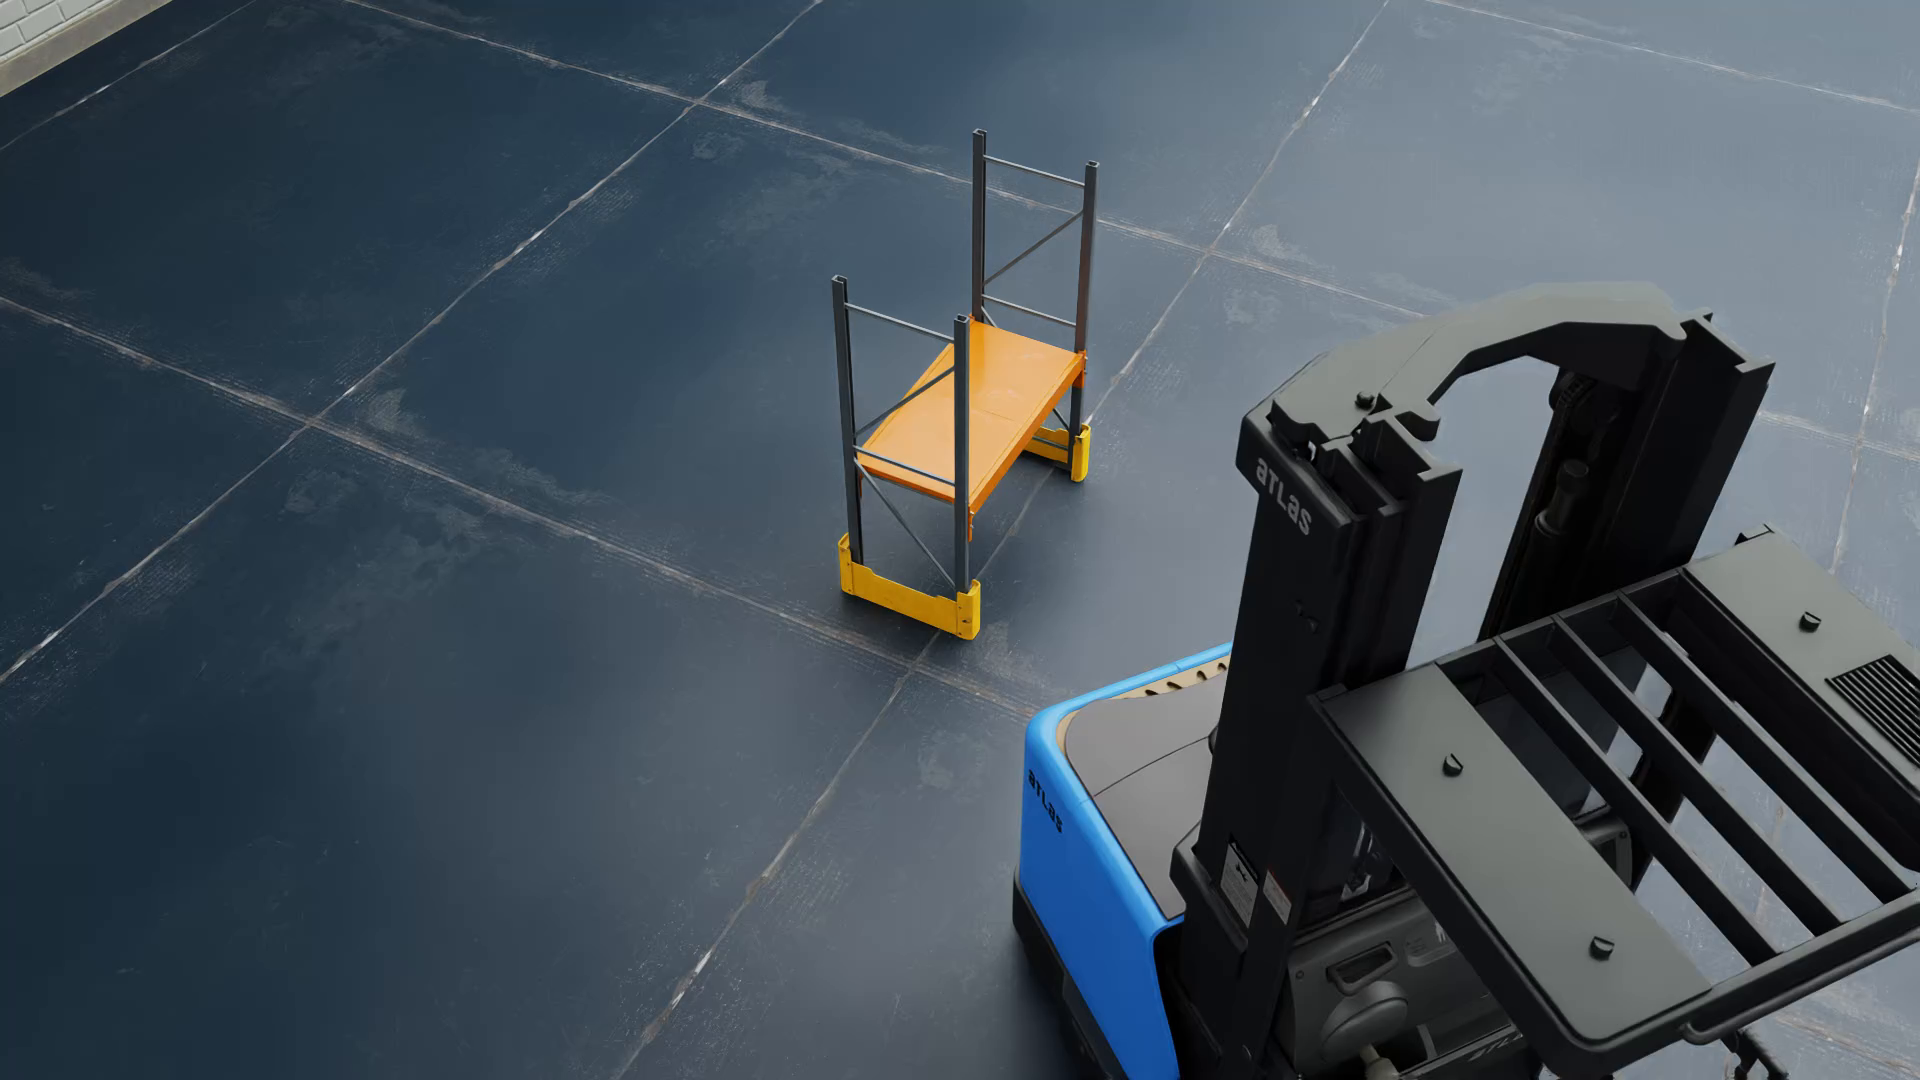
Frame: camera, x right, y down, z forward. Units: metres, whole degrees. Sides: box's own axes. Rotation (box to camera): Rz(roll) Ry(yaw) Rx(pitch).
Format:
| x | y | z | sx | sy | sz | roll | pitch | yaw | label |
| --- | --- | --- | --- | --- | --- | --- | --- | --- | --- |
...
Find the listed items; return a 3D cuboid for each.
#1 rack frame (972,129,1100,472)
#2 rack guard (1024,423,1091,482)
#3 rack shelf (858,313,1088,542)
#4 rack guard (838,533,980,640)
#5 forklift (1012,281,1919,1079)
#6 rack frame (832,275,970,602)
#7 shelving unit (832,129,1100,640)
| x | y | z | sx | sy | sz | roll | pitch | yaw | label |
| --- | --- | --- | --- | --- | --- | --- | --- | --- | --- |
| -3.523 | 4.133 | 1.400 | 0.520 | 1.800 | 16.358 | 20 | 49 | 19 | rack frame |
| 0.267 | -0.450 | 7.019 | 0.587 | 0.250 | 0.087 | 20 | 49 | 19 | rack guard |
| 0.040 | -0.455 | 6.398 | 0.538 | 0.185 | 1.000 | 20 | 49 | 19 | rack shelf |
| -0.196 | 0.178 | 6.398 | 0.587 | 0.250 | 0.087 | 20 | 49 | 19 | rack guard |
| 1.238 | 1.041 | 3.661 | 1.130 | 2.935 | 3.031 | -18 | 48 | -17 | forklift |
| -0.196 | -0.261 | 5.953 | 0.500 | 1.500 | 0.032 | 20 | 49 | 19 | rack frame |
| -3.512 | 4.133 | 1.400 | 0.587 | 1.800 | 16.366 | 20 | 49 | 19 | shelving unit |
